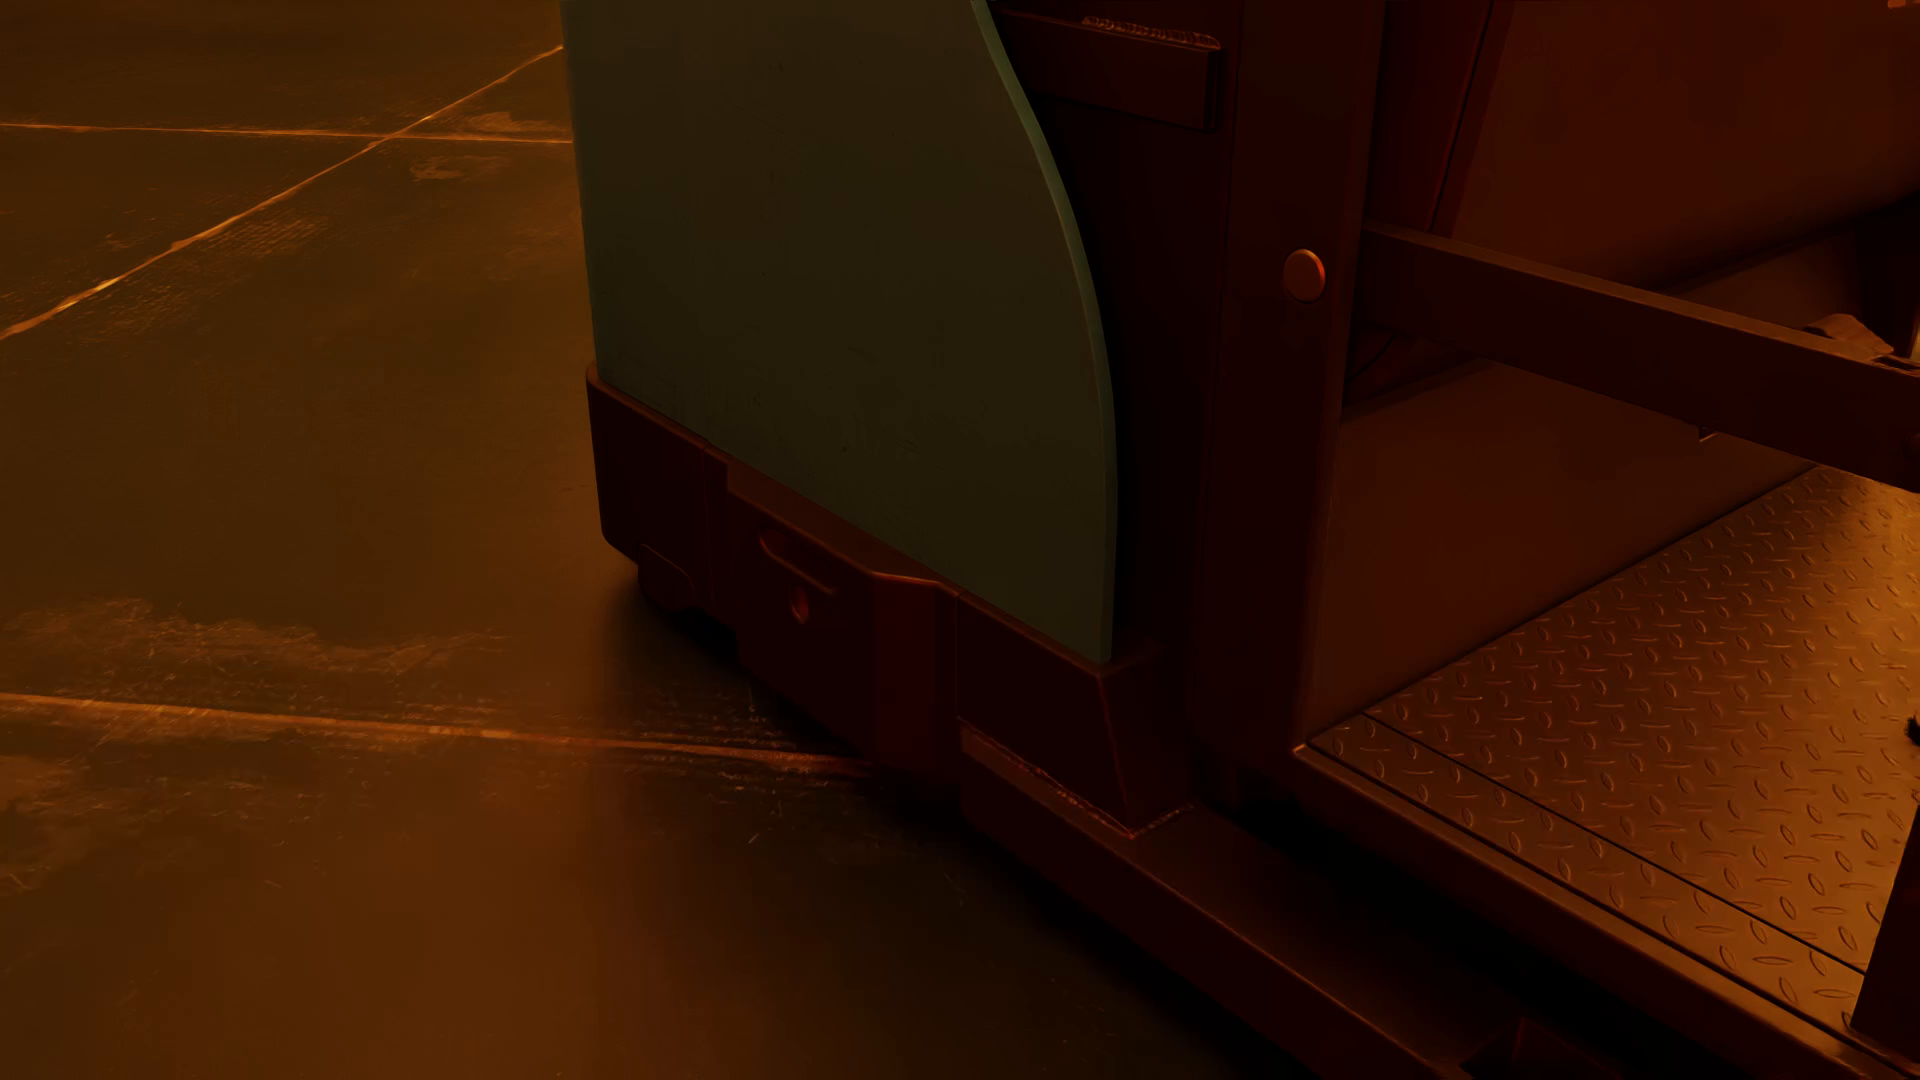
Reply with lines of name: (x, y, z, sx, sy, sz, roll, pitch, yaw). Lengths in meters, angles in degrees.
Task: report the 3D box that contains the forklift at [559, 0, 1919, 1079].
forklift: (0.813, -0.903, 1.026, 1.130, 2.935, 3.031, -20, 33, -35)
